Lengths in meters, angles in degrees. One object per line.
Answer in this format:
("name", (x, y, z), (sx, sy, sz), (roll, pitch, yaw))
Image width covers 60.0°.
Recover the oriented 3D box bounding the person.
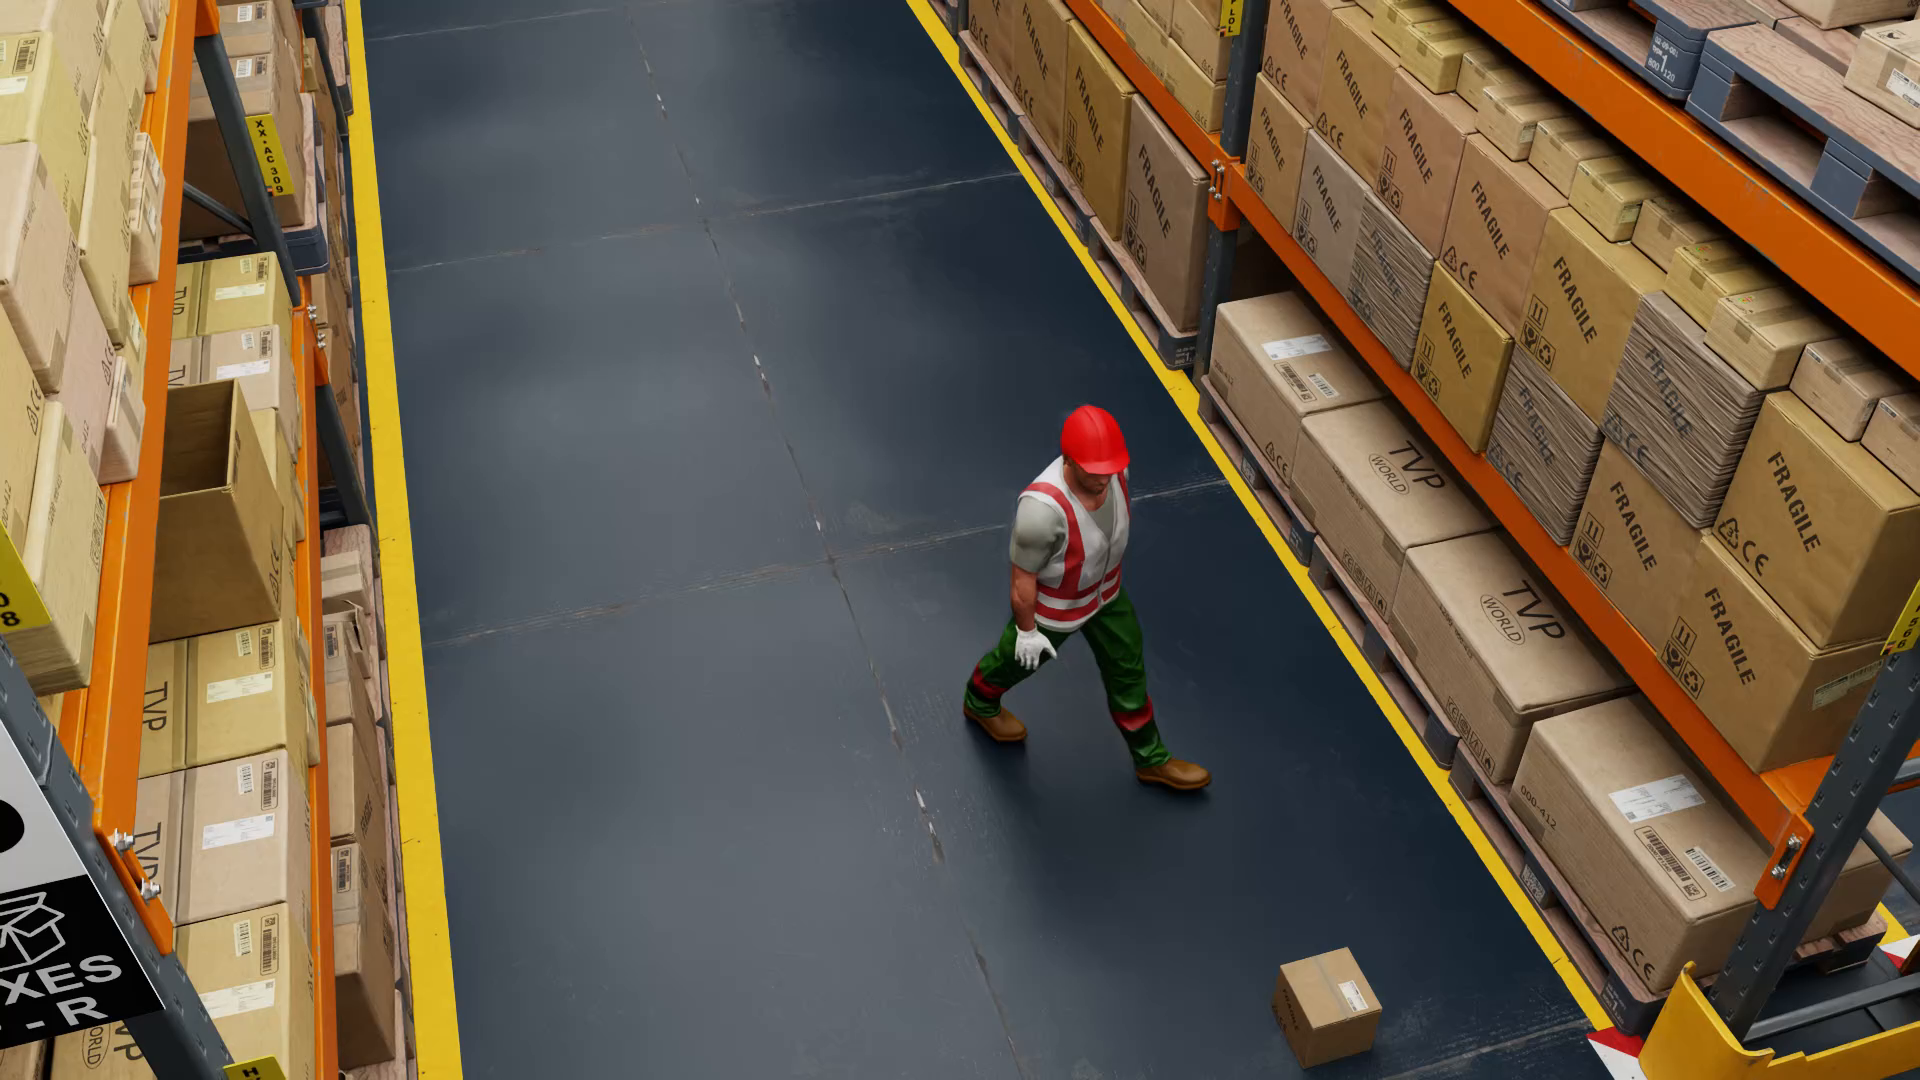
("person", (0.444, 0.212, 5.909), (0.976, 1.735, 0.622), (33, 52, 32))
